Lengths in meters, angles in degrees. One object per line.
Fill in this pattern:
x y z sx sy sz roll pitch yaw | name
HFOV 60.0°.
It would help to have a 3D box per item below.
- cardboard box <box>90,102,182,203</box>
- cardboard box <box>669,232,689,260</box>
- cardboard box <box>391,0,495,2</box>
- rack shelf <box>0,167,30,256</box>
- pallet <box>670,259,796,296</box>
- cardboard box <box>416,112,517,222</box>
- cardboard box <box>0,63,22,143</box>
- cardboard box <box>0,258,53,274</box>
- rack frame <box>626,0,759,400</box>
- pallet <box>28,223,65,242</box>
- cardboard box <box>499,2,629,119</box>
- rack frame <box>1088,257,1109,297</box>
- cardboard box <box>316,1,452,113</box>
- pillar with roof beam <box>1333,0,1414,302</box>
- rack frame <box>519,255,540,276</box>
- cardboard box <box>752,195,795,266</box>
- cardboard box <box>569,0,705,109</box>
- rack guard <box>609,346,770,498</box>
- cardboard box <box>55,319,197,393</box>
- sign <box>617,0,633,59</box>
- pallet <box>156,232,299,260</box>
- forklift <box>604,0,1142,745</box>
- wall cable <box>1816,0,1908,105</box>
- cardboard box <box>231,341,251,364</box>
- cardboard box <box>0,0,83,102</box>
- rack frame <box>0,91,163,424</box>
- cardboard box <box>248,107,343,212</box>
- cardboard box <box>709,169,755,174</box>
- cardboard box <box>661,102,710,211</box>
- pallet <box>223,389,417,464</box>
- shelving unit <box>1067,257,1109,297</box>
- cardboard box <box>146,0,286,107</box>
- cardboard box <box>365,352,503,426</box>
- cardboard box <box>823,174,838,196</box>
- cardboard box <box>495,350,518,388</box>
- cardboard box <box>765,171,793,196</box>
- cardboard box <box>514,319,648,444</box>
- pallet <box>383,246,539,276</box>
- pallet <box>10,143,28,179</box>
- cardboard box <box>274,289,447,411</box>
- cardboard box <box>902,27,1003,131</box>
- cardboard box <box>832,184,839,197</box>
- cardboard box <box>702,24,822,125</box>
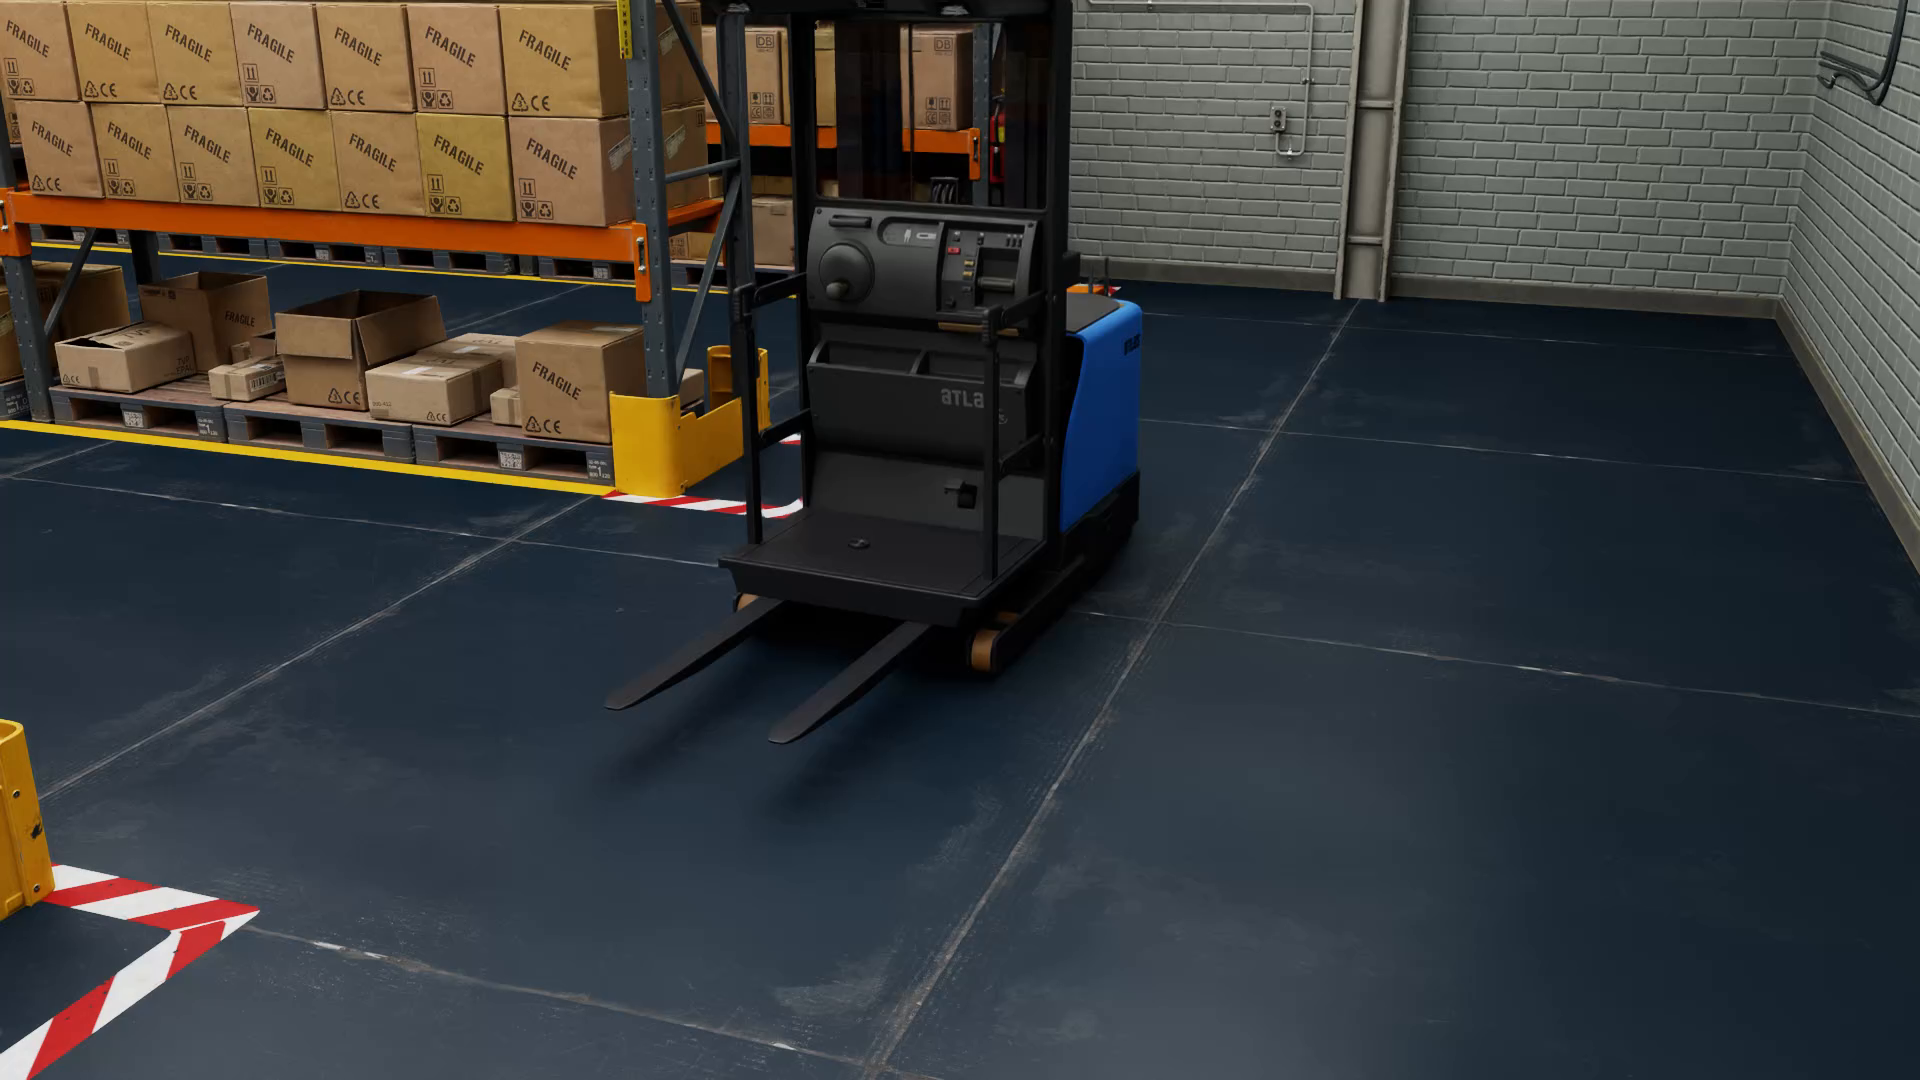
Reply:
-4.208 -2.092 8.869 0.500 0.500 0.500 7 20 19 | cardboard box
-2.316 -2.630 13.723 0.500 0.500 0.700 6 20 18 | cardboard box
-2.606 -2.566 8.709 0.500 0.500 0.500 7 20 19 | cardboard box
-6.974 -2.115 10.181 4.000 0.370 1.077 7 20 18 | rack shelf
-1.614 -2.225 13.639 1.213 0.211 1.003 7 20 18 | pallet
-2.310 -1.873 8.240 0.500 0.500 0.500 7 20 19 | cardboard box
-5.459 -2.605 9.703 0.500 0.500 0.700 0 19 0 | cardboard box
-5.969 -1.449 10.304 0.500 0.500 0.500 7 20 19 | cardboard box
-1.306 -1.807 8.203 0.127 3.000 1.000 7 20 18 | rack frame
-9.127 -3.112 16.184 1.213 0.211 1.003 7 20 18 | pallet
-1.817 -2.289 7.915 0.500 0.500 0.500 6 20 18 | cardboard box
0.635 -0.703 7.771 0.015 1.200 0.240 8 21 22 | rack frame
-2.786 -2.398 8.227 0.500 0.500 0.500 7 20 20 | cardboard box
1.737 -4.819 7.730 0.400 9.000 9.100 7 20 18 | pillar with roof beam
-3.463 -3.780 13.862 0.127 3.000 1.000 7 20 18 | rack frame
-1.326 -2.518 13.403 0.500 0.500 0.700 6 20 16 | cardboard box
-1.639 -2.456 8.395 0.500 0.500 0.500 7 20 20 | cardboard box
-1.378 -0.635 8.638 0.348 0.500 1.175 7 20 18 | rack guard
-4.759 -1.065 9.490 0.500 0.311 0.500 7 20 18 | cardboard box
-1.507 -2.333 7.472 0.005 0.325 0.100 7 20 18 | sign
-6.521 -2.786 15.249 1.213 0.211 1.003 7 20 18 | pallet
-0.236 -1.049 6.132 1.130 2.935 3.031 8 21 22 | forklift
5.541 -3.992 10.075 0.112 2.526 3.097 7 20 18 | wall cable
-4.080 -1.105 9.853 0.250 0.149 0.380 7 20 18 | cardboard box
-4.732 -2.620 8.865 0.500 0.500 0.500 7 20 19 | cardboard box
-5.085 -2.239 9.443 0.127 3.000 1.000 7 20 18 | rack frame
-3.255 -1.983 8.556 0.500 0.500 0.500 6 20 17 | cardboard box
-1.876 -2.957 13.675 0.250 0.149 0.380 7 20 19 | cardboard box
-1.639 -1.984 8.559 0.500 0.500 0.500 7 20 19 | cardboard box
-3.280 -0.717 9.311 1.213 0.211 1.003 7 20 18 | pallet
0.411 -0.736 7.864 0.503 1.200 0.258 8 21 22 | shelving unit
-3.759 -2.509 8.545 0.500 0.500 0.500 6 20 16 | cardboard box
-2.788 -0.810 8.853 0.500 0.250 0.500 7 20 18 | cardboard box
-0.910 -2.847 13.360 0.250 0.149 0.380 7 20 19 | cardboard box
-2.199 -0.917 9.160 0.500 0.250 0.500 7 20 18 | cardboard box
-1.393 -2.901 13.517 0.250 0.149 0.380 7 20 19 | cardboard box
-1.901 -0.817 8.491 0.500 0.500 0.500 7 20 18 | cardboard box
-4.216 -2.523 14.493 1.213 0.211 1.003 7 20 18 | pallet
-5.804 -2.269 9.819 1.213 0.211 1.003 7 20 18 | pallet
-3.308 -1.067 9.203 0.637 0.503 0.797 7 20 18 | cardboard box
-0.169 -3.541 12.723 0.700 0.700 0.980 7 21 21 | cardboard box
-0.801 -2.701 12.942 0.250 0.149 0.380 7 20 20 | cardboard box
-1.577 -3.702 13.183 0.700 0.700 0.980 6 20 15 | cardboard box
